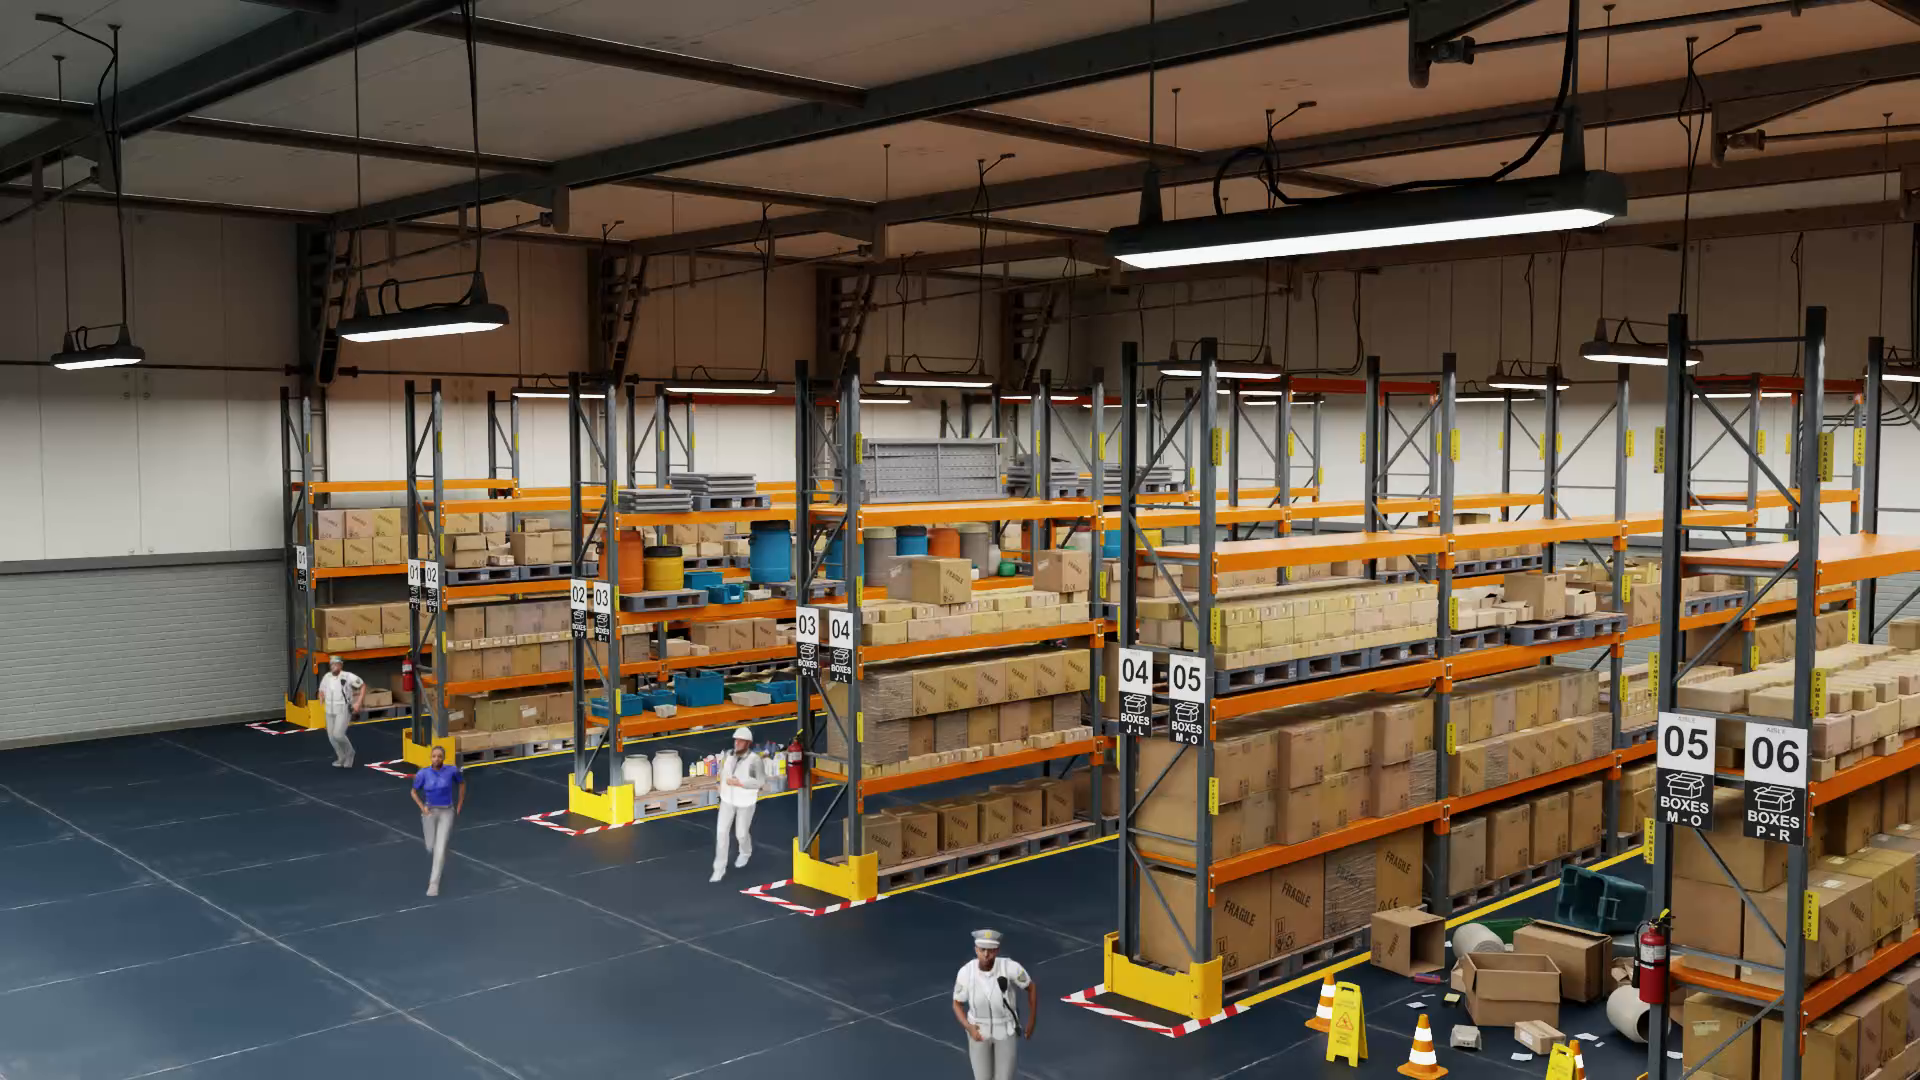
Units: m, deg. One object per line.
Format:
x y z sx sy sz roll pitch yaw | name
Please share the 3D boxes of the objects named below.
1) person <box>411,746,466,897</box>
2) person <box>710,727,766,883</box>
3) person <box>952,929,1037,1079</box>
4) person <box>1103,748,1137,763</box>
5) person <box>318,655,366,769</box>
-5.944 3.146 18.968 0.599 1.648 0.896 -1 4 -13 | person
-2.518 3.074 19.413 0.649 1.835 0.814 1 4 19 | person
0.250 3.592 12.057 0.612 1.652 0.661 0 4 5 | person
2.351 2.722 24.455 0.668 1.830 0.810 4 5 44 | person
-9.587 2.660 25.648 0.687 1.783 0.675 1 4 10 | person
